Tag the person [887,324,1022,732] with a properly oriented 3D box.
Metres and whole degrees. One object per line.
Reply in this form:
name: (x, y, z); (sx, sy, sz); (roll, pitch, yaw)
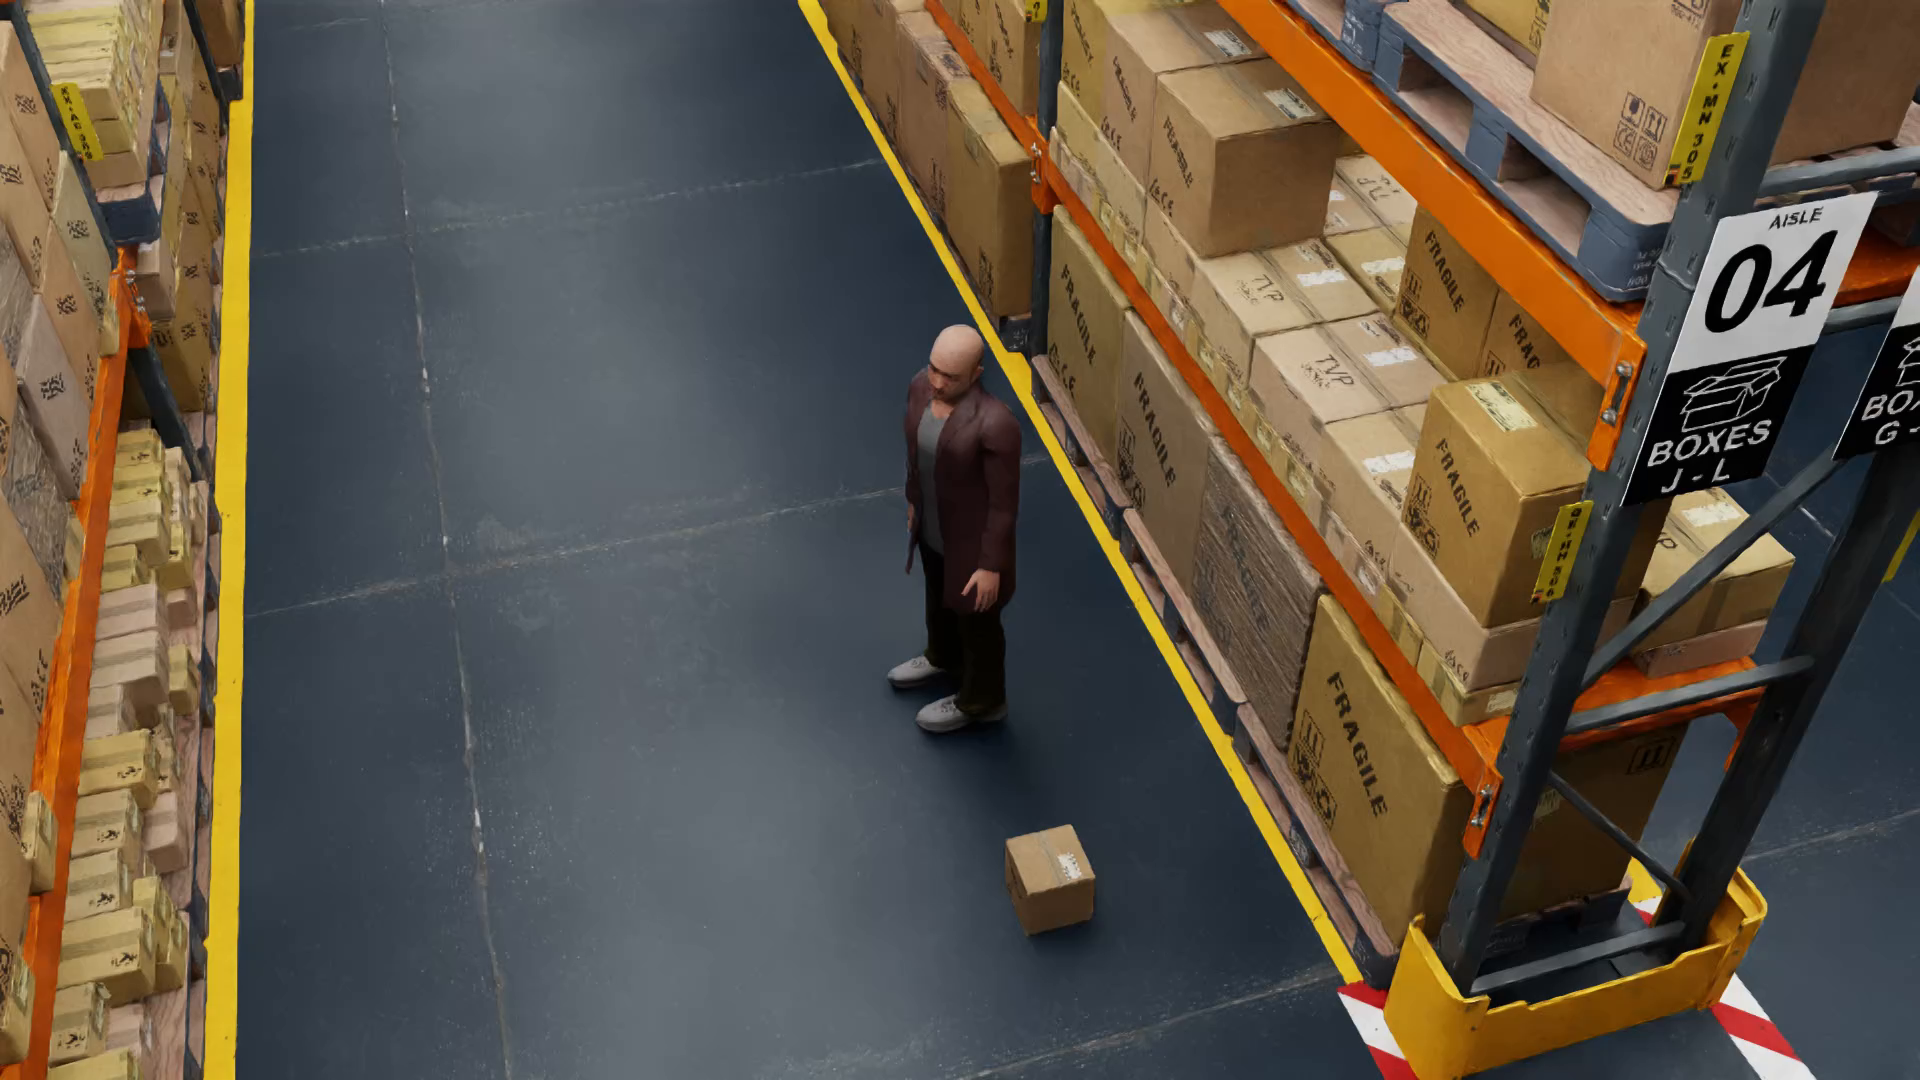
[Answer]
person: (-0.033, -0.013, 6.144); (0.413, 1.791, 0.634); (-28, 49, -28)
